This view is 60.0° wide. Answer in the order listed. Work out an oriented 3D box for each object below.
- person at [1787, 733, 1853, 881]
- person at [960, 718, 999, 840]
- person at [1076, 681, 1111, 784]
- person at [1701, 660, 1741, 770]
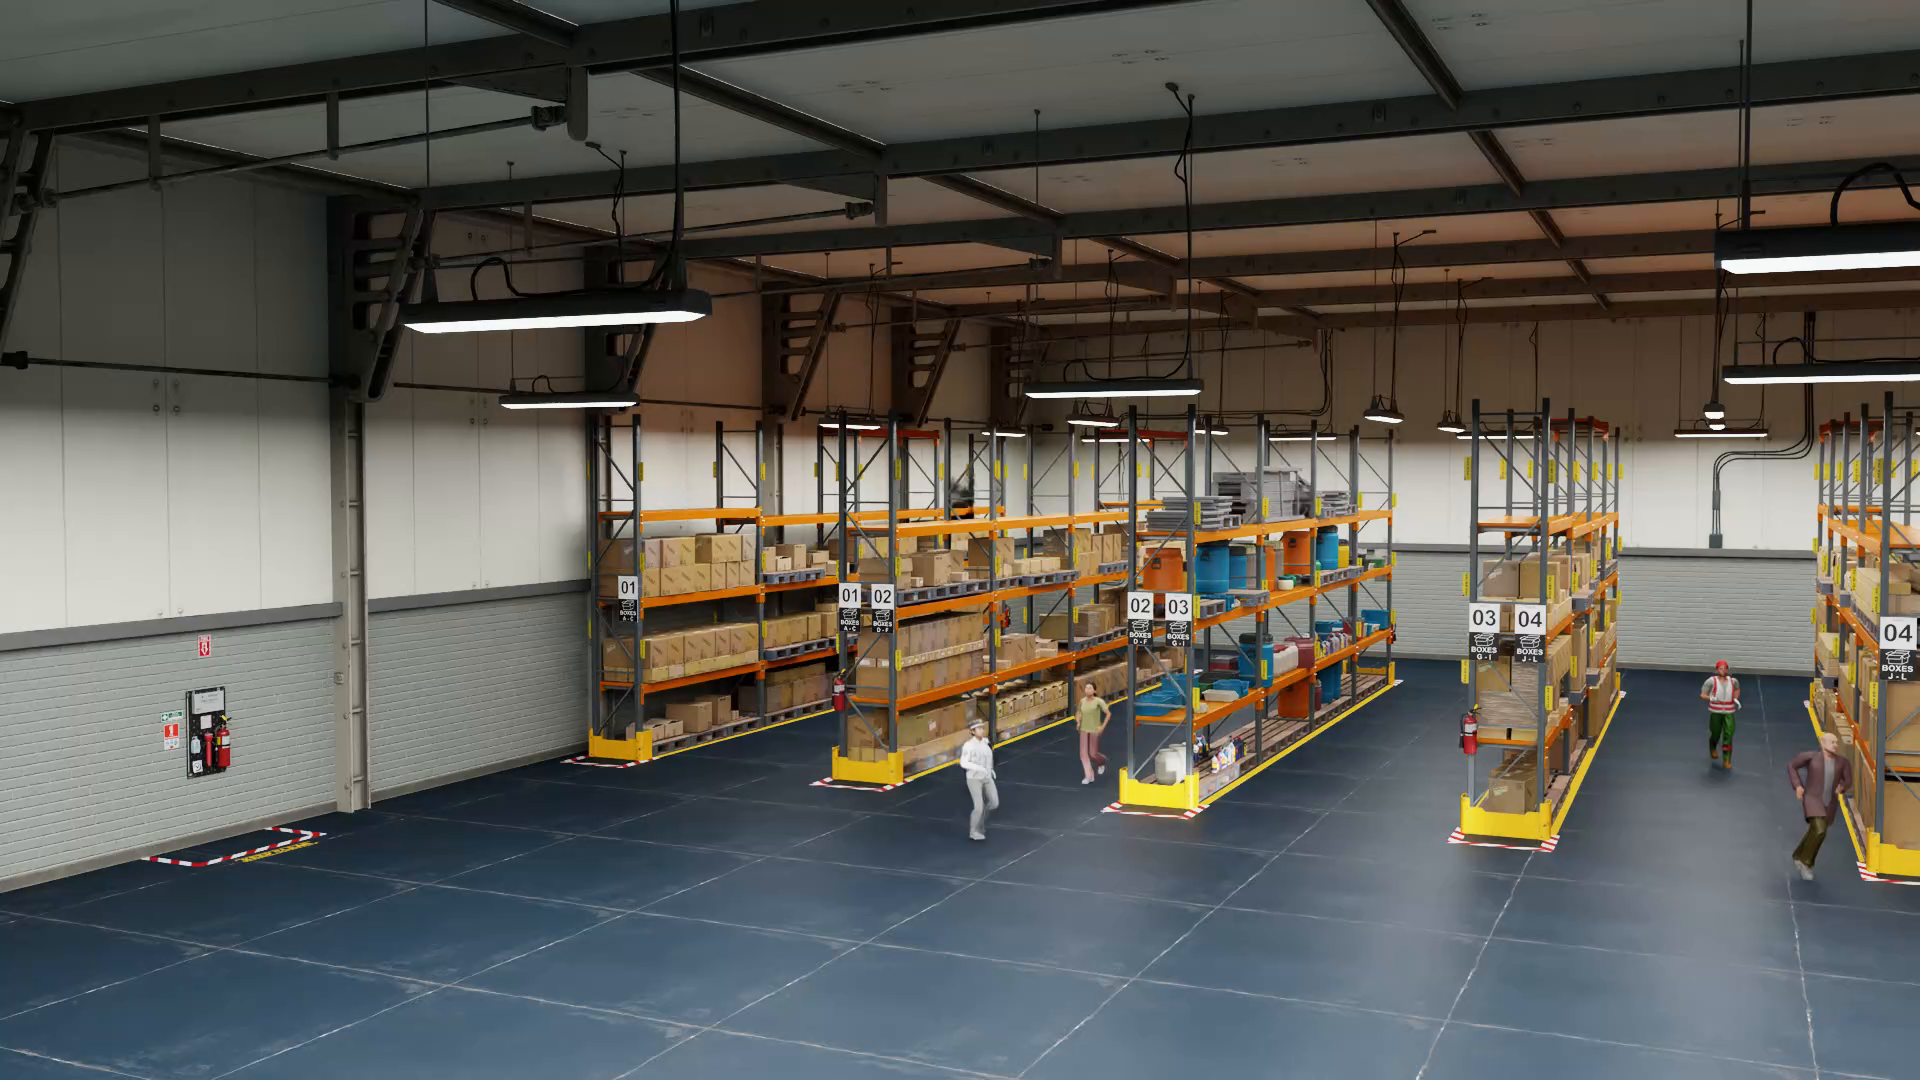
[{"bbox_3d":[10.684,3.292,20.601,0.666,1.814,0.746,0,2,-4],"label":"person"},{"bbox_3d":[0.313,3.237,22.521,0.603,1.654,0.542,-2,3,-36],"label":"person"},{"bbox_3d":[2.145,3.088,26.834,0.605,1.633,0.642,1,3,28],"label":"person"},{"bbox_3d":[12.886,2.927,28.142,0.656,1.786,0.987,1,2,13],"label":"person"}]
